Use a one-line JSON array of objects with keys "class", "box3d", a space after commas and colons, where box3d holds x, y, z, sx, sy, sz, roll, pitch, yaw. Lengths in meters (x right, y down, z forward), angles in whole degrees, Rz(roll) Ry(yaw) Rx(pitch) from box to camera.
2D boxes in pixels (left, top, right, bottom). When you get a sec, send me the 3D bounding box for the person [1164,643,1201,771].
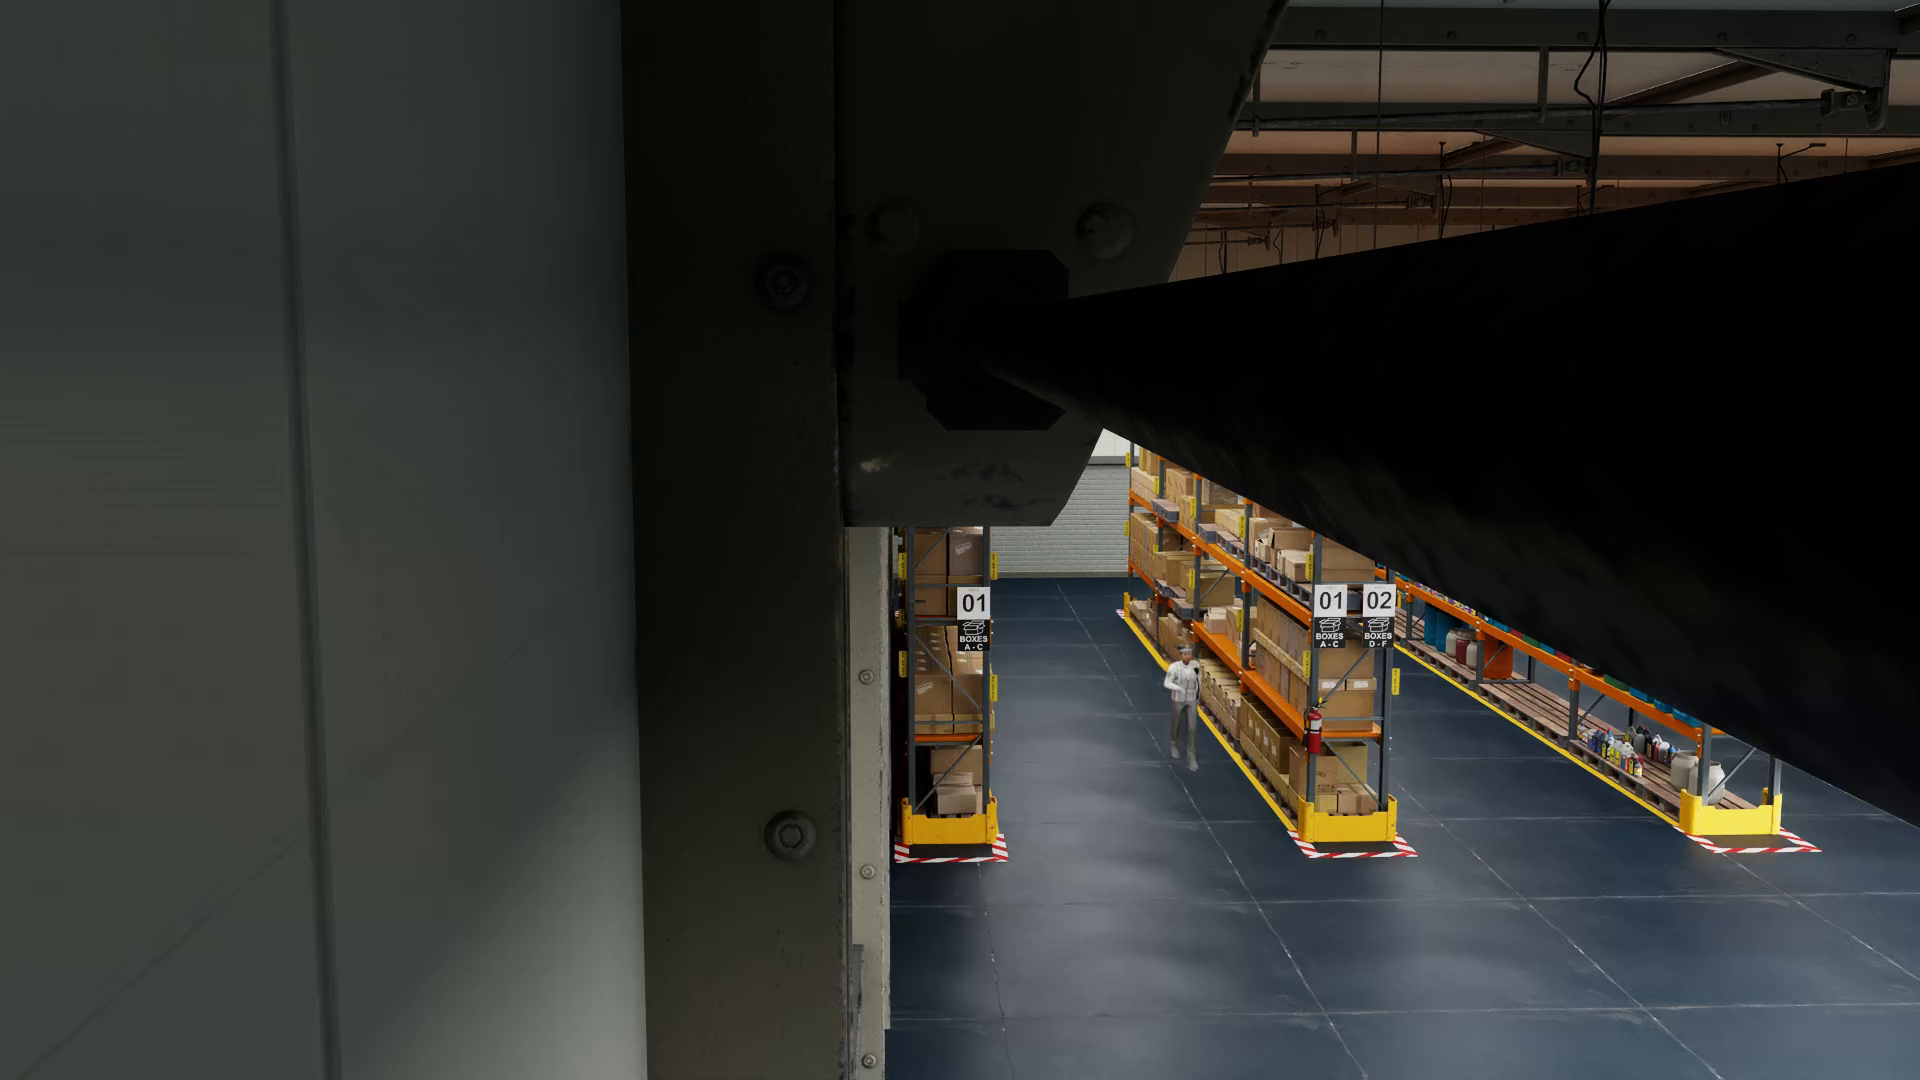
[{"class": "person", "box3d": [3.098, 2.259, 23.063, 0.562, 1.734, 0.813, 0, 7, -2]}]
